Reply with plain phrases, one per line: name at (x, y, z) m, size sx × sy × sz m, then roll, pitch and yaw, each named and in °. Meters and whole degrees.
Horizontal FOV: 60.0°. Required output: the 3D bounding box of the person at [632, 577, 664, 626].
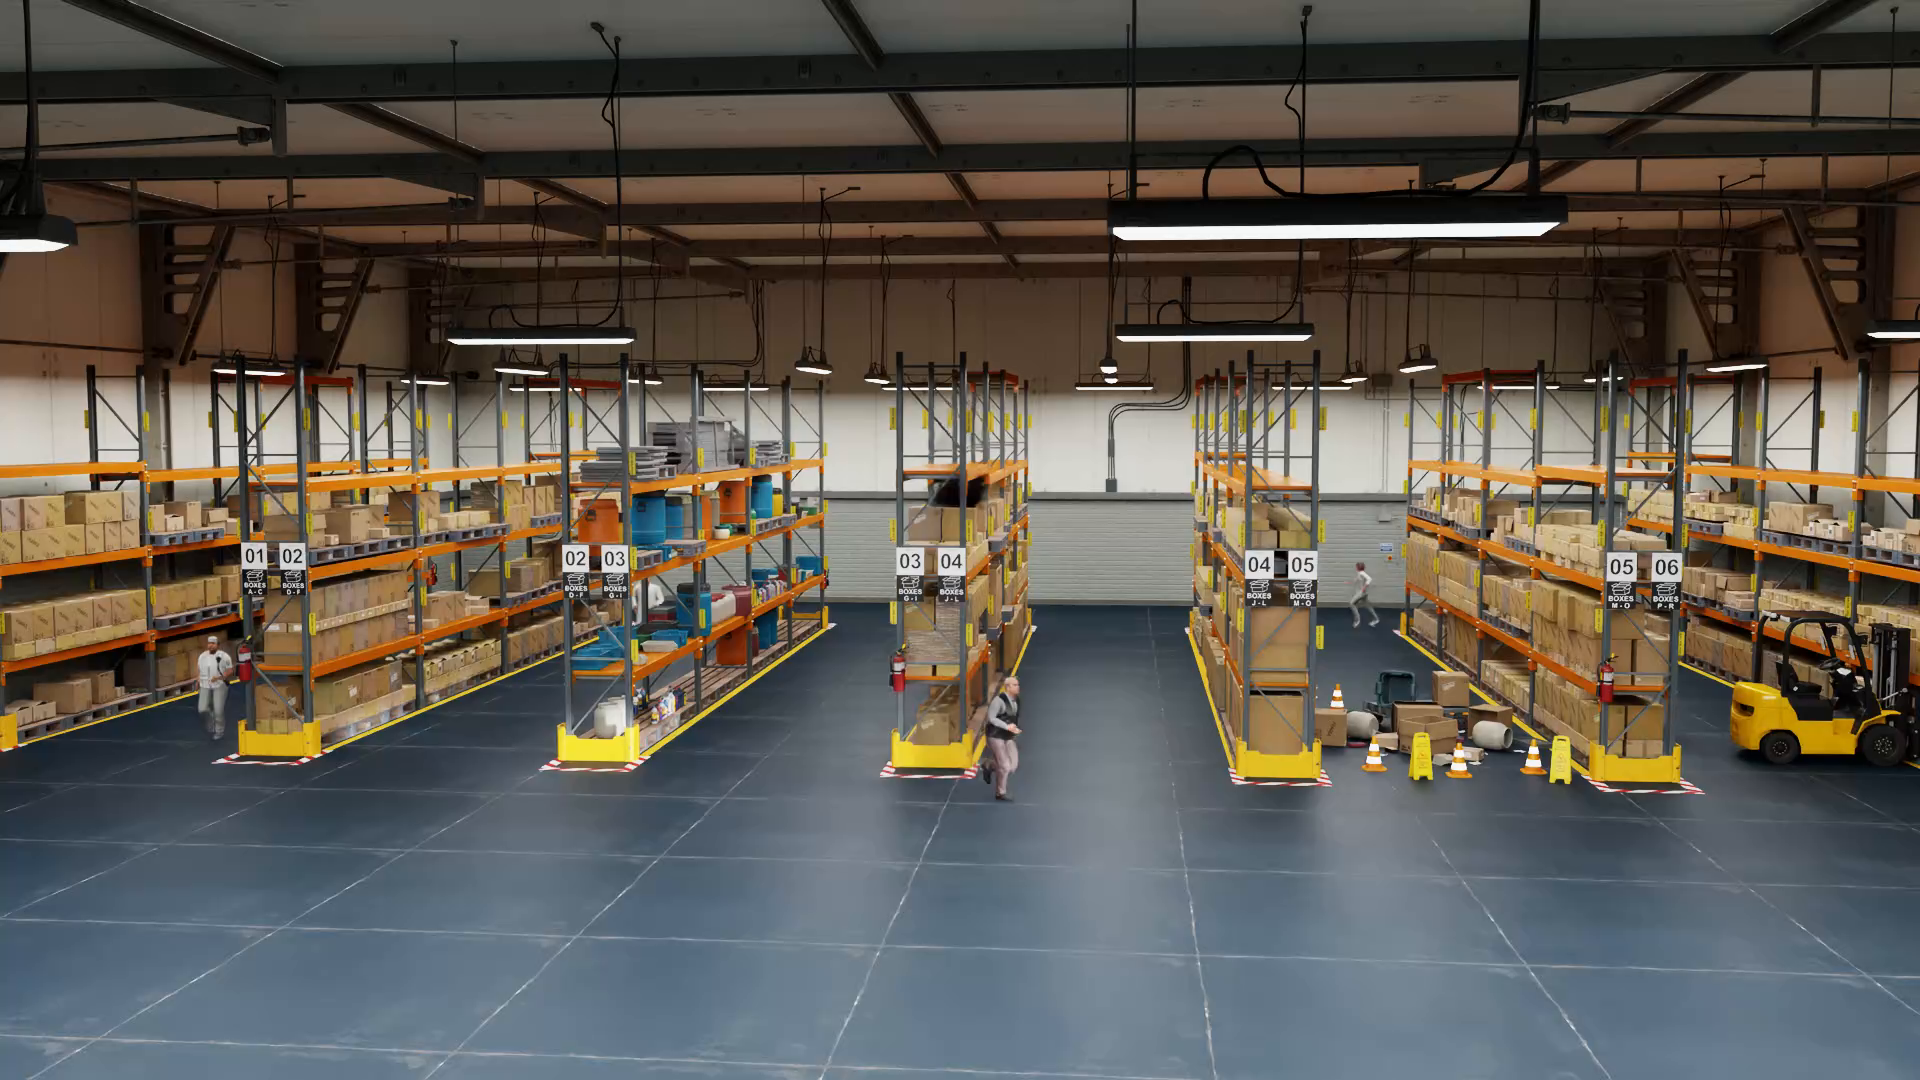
person at (-6.771, 1.579, 35.933) m, size 0.727 × 1.748 × 0.725 m, roll 0°, pitch 4°, yaw -2°

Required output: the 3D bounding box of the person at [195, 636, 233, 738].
person at (-11.799, 2.330, 26.247) m, size 0.601 × 1.628 × 0.539 m, roll 0°, pitch 4°, yaw -7°

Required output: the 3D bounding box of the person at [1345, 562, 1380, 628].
person at (9.761, 1.340, 40.325) m, size 0.830 × 1.615 × 0.548 m, roll 1°, pitch 4°, yaw 16°

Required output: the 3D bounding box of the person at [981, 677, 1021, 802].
person at (0.552, 2.619, 21.977) m, size 0.746 × 1.668 × 0.646 m, roll 4°, pitch 6°, yaw 43°
